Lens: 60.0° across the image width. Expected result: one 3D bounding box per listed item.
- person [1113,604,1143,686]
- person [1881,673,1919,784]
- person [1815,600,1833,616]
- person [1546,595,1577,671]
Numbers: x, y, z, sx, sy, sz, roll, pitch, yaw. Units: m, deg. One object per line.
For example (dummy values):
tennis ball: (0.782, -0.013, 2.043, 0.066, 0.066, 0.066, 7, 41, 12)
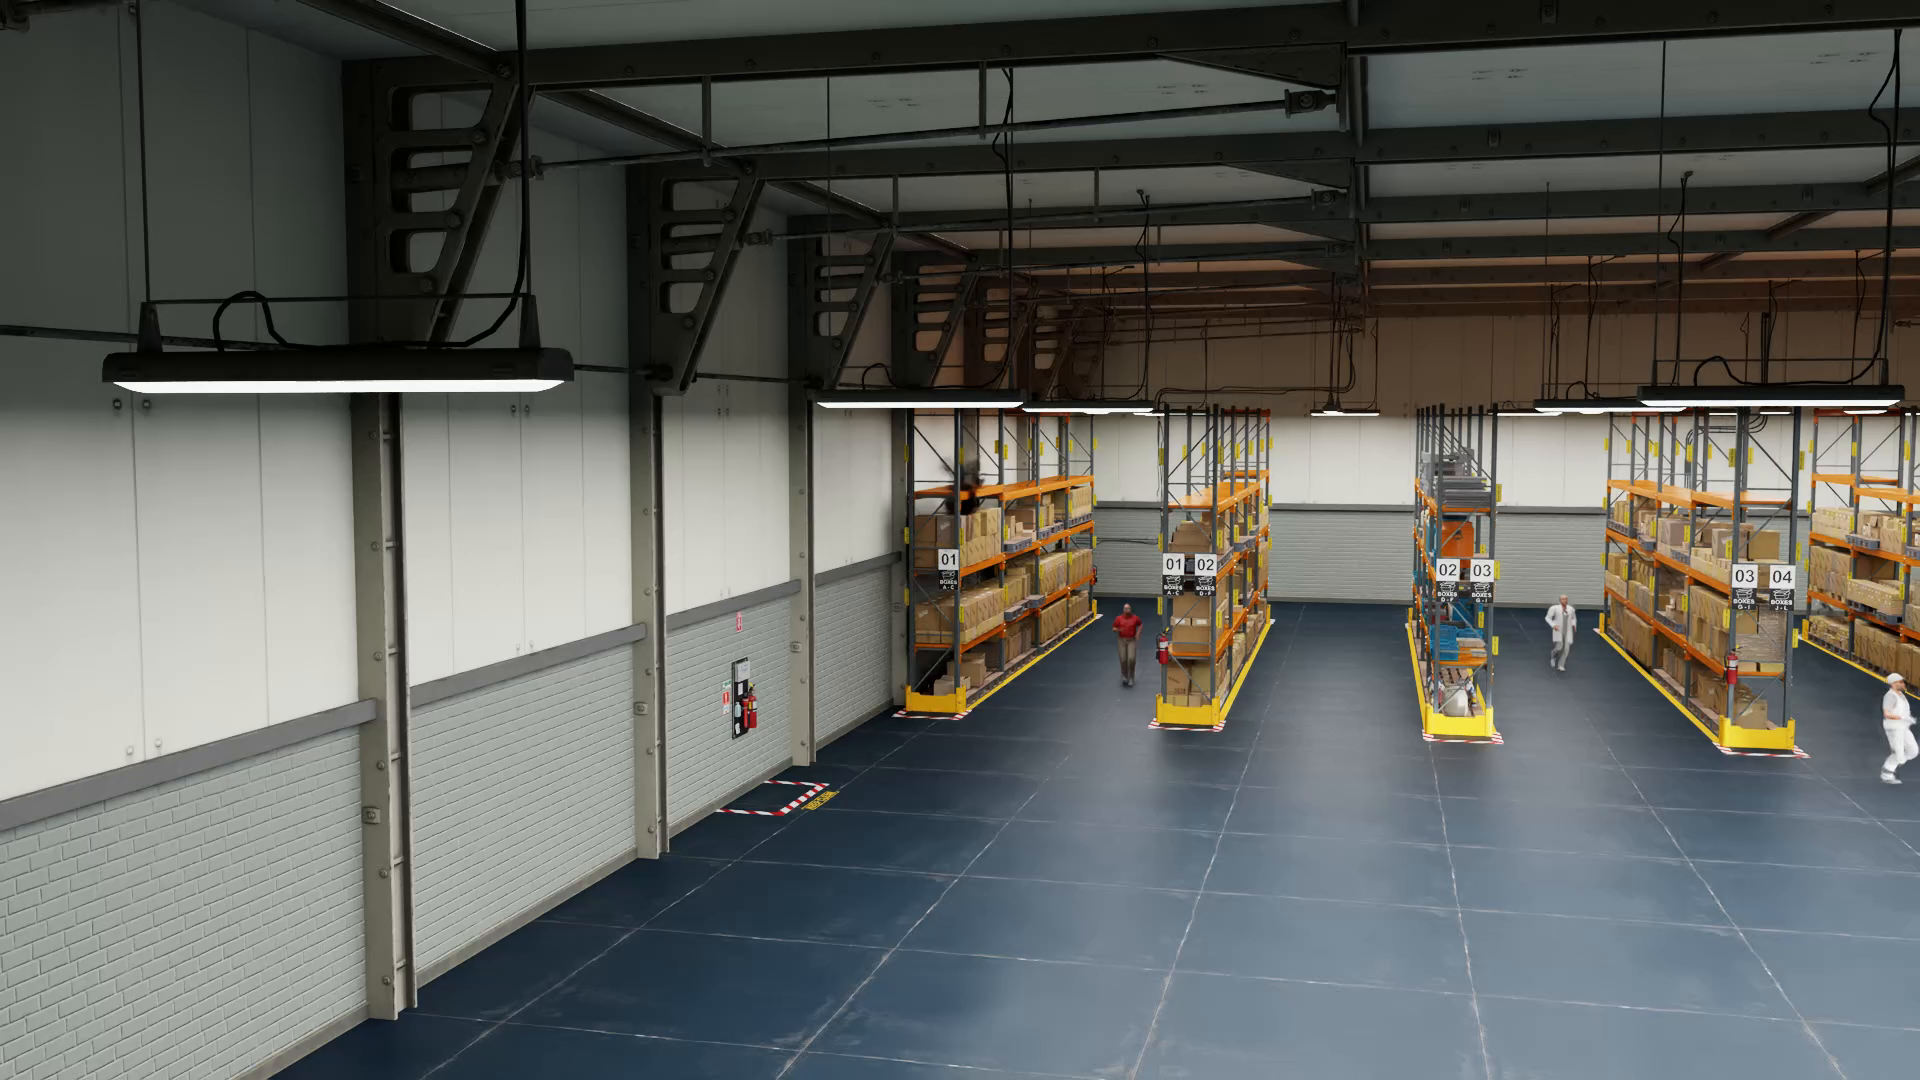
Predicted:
person: (3.604, 2.265, 35.857, 0.640, 1.781, 0.727, 1, 4, 9)
person: (14.675, 2.950, 25.923, 0.644, 1.741, 0.578, -3, 5, -38)
person: (23.153, 1.706, 44.483, 0.689, 1.529, 0.755, -4, 6, -44)
person: (13.683, 2.102, 37.800, 0.694, 1.730, 0.633, 0, 4, -1)
